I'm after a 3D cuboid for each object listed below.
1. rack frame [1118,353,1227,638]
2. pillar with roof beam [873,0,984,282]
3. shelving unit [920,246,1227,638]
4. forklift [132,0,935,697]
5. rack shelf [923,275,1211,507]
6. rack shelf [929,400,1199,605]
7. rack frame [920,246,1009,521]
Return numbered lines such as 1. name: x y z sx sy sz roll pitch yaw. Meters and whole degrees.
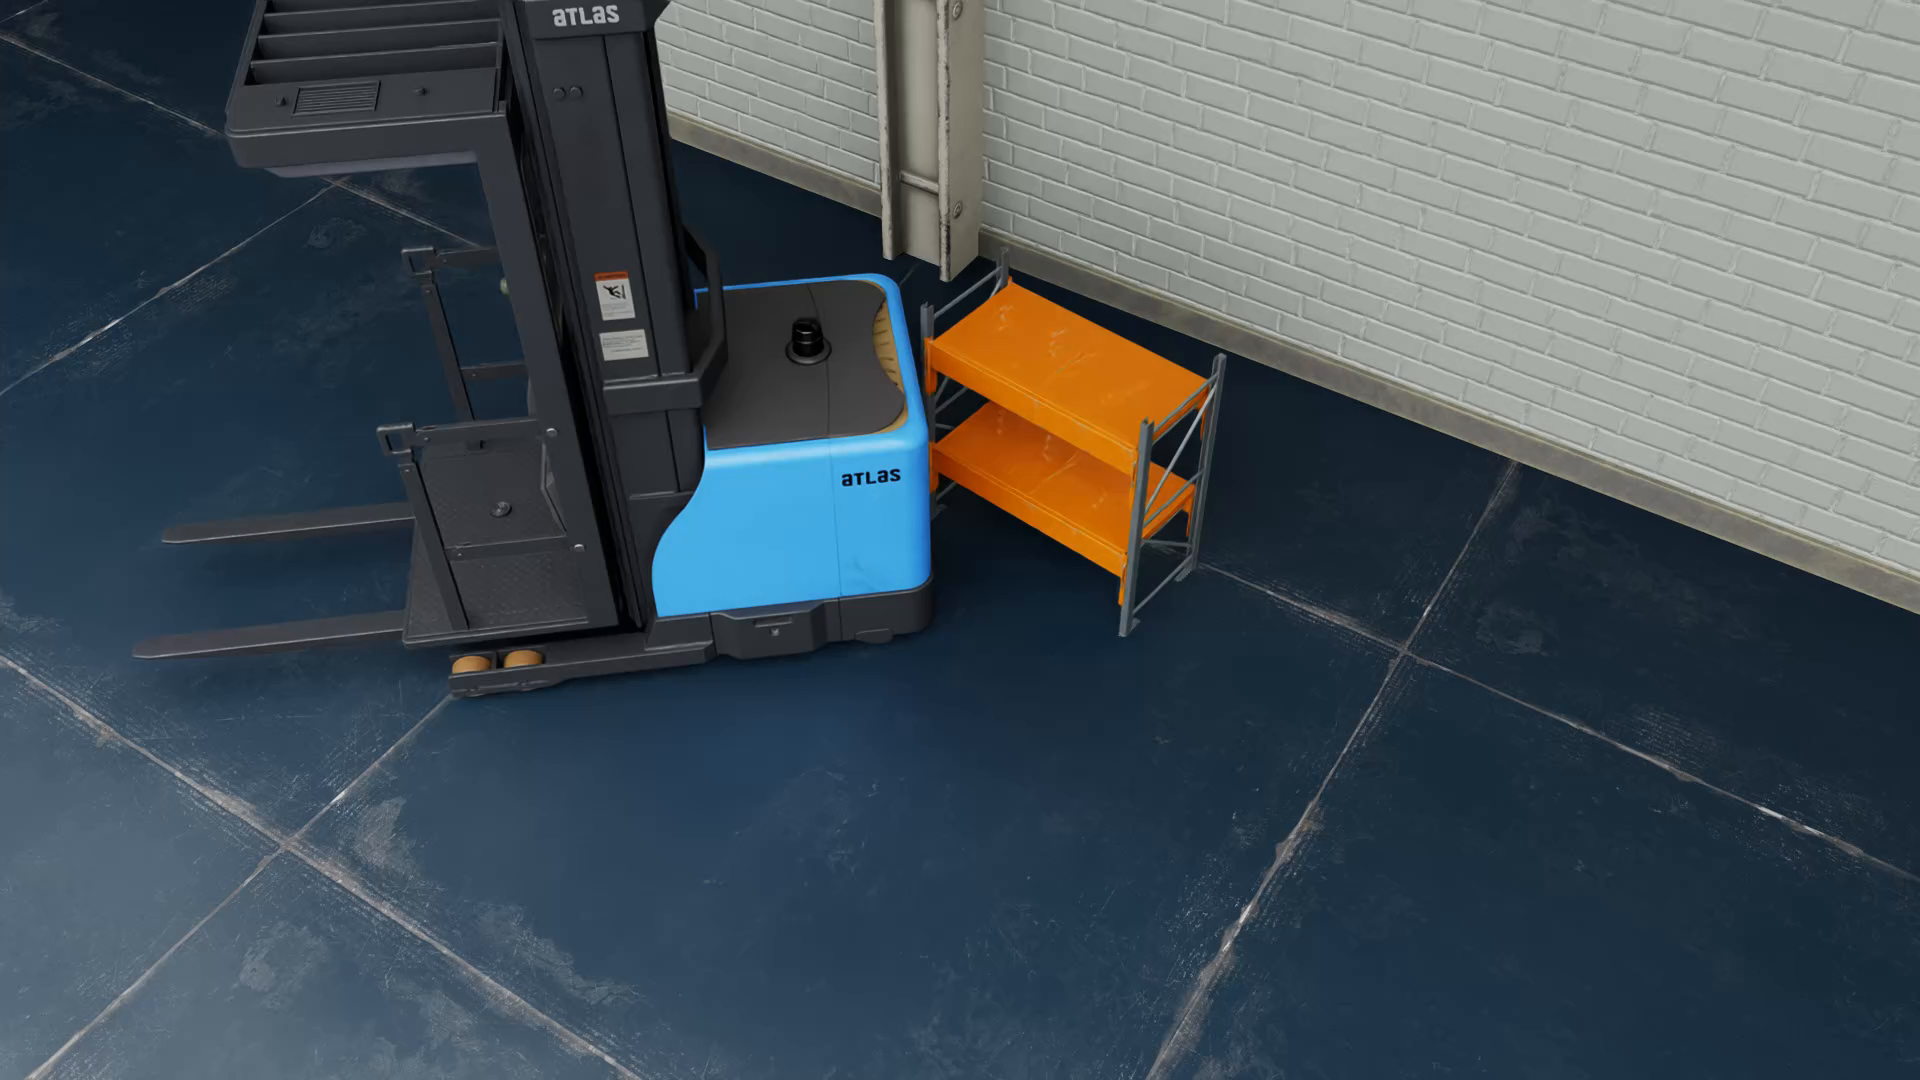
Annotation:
1. rack frame: 0.802 -0.148 6.331 0.032 1.125 0.500 31 53 27
2. pillar with roof beam: -2.464 -1.976 2.617 0.400 9.000 9.100 25 51 22
3. shelving unit: 0.412 -0.382 6.559 1.048 1.125 0.538 31 53 27
4. forklift: -1.660 -0.828 5.733 3.031 2.935 1.130 -6 46 -6
5. rack shelf: 0.412 -0.586 6.349 1.000 0.278 0.538 31 53 27
6. rack shelf: 0.412 -0.211 6.734 1.000 0.278 0.538 31 53 27
7. rack frame: 0.022 -0.616 6.786 0.032 1.125 0.500 31 53 27
